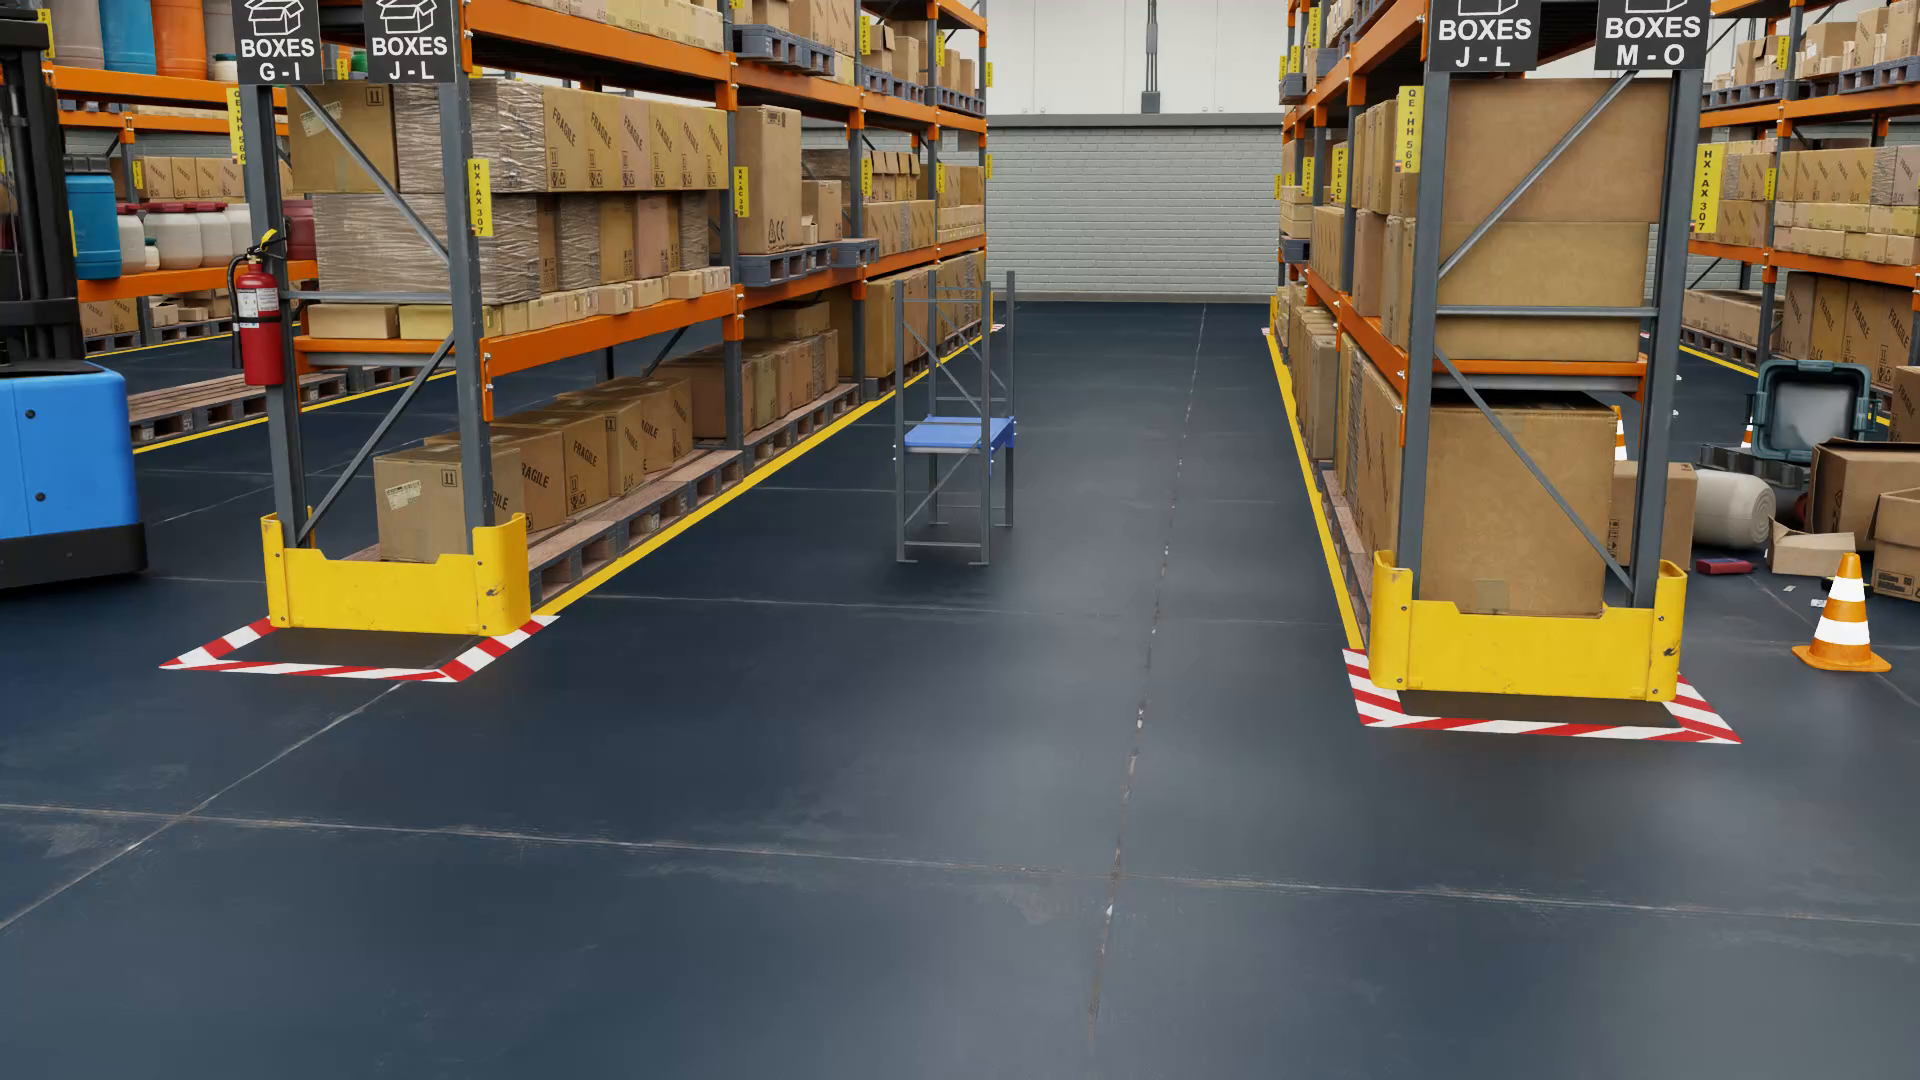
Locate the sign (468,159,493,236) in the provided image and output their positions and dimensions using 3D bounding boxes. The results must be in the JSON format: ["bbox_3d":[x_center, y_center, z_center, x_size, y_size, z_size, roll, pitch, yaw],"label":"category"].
[{"bbox_3d":[-2.070,-1.475,7.164,0.100,0.325,0.005,2,12,9],"label":"sign"}]

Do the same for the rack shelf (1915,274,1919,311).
[{"bbox_3d":[8.108,-1.646,11.718,1.077,0.370,4.000,2,12,9],"label":"rack shelf"}]

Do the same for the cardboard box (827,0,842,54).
[{"bbox_3d":[-1.271,-4.280,13.689,0.500,0.500,0.500,2,12,9],"label":"cardboard box"}]

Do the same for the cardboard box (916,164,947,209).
[{"bbox_3d":[-0.435,-4.098,19.257,0.500,0.500,0.500,2,12,9],"label":"cardboard box"}]

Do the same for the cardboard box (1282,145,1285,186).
[{"bbox_3d":[4.235,-4.604,20.420,0.500,0.500,0.500,2,12,7],"label":"cardboard box"}]

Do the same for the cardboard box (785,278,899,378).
[{"bbox_3d":[-1.250,-2.045,15.907,1.225,0.875,0.875,1,12,6],"label":"cardboard box"}]

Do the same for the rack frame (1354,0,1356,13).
[{"bbox_3d":[2.894,-4.653,9.725,1.000,3.000,0.127,2,12,9],"label":"rack frame"}]

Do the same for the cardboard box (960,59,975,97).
[{"bbox_3d":[-0.173,-6.060,21.900,0.700,0.500,0.500,1,12,5],"label":"cardboard box"}]

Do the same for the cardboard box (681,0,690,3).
[{"bbox_3d":[-1.840,-3.306,10.001,0.380,0.149,0.250,1,12,6],"label":"cardboard box"}]

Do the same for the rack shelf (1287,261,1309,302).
[{"bbox_3d":[3.817,-2.618,16.228,1.077,0.370,4.000,2,12,9],"label":"rack shelf"}]

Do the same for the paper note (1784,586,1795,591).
[{"bbox_3d":[4.163,0.243,8.343,0.032,0.001,0.123,10,15,38],"label":"paper note"}]

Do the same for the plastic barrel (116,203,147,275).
[{"bbox_3d":[-6.522,-2.321,12.822,0.433,0.535,0.433,0,12,0],"label":"plastic barrel"}]

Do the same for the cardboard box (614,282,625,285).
[{"bbox_3d":[-2.093,-1.364,9.298,0.380,0.149,0.250,2,12,9],"label":"cardboard box"}]

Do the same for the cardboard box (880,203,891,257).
[{"bbox_3d":[-0.956,-2.984,15.981,0.500,0.500,0.500,2,12,7],"label":"cardboard box"}]

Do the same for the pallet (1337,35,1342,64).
[{"bbox_3d":[3.294,-3.559,12.214,1.003,0.211,1.213,2,12,11],"label":"pallet"}]

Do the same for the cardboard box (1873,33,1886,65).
[{"bbox_3d":[8.282,-4.318,14.611,0.396,0.266,0.258,2,12,7],"label":"cardboard box"}]

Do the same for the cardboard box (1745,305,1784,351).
[{"bbox_3d":[9.234,-2.327,18.254,0.875,0.438,0.875,2,12,8],"label":"cardboard box"}]

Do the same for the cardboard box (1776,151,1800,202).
[{"bbox_3d":[8.679,-3.702,16.940,0.500,0.500,0.500,2,12,9],"label":"cardboard box"}]

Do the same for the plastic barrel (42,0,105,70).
[{"bbox_3d":[-6.921,-4.023,12.732,0.600,0.901,0.600,0,12,0],"label":"plastic barrel"}]

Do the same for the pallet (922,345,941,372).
[{"bbox_3d":[-0.805,-2.041,18.465,1.003,0.211,1.213,2,12,9],"label":"pallet"}]

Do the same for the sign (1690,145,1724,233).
[{"bbox_3d":[2.826,-1.331,6.305,0.100,0.325,0.005,2,12,9],"label":"sign"}]

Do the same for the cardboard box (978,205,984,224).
[{"bbox_3d":[0.042,-4.363,22.268,0.500,0.250,0.500,2,12,8],"label":"cardboard box"}]

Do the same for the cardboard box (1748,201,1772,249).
[{"bbox_3d":[8.850,-3.400,17.914,0.500,0.500,0.500,2,12,9],"label":"cardboard box"}]

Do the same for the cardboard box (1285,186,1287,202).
[{"bbox_3d":[3.411,-3.423,16.444,0.380,0.149,0.250,2,12,11],"label":"cardboard box"}]

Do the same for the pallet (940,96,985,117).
[{"bbox_3d":[-0.250,-5.669,21.767,1.003,0.211,1.213,2,12,9],"label":"pallet"}]

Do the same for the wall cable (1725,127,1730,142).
[{"bbox_3d":[11.894,-5.707,26.443,0.588,1.984,0.122,2,12,9],"label":"wall cable"}]

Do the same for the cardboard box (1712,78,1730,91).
[{"bbox_3d":[9.252,-5.458,19.941,0.380,0.149,0.250,2,12,11],"label":"cardboard box"}]

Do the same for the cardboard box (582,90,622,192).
[{"bbox_3d":[-2.093,-2.066,8.645,0.500,0.500,0.500,2,12,9],"label":"cardboard box"}]

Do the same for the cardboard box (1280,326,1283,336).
[{"bbox_3d":[4.007,-2.506,19.770,0.380,0.149,0.250,2,12,9],"label":"cardboard box"}]

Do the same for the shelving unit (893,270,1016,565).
[{"bbox_3d":[-0.013,-0.715,9.253,0.538,1.500,1.048,2,12,9],"label":"shelving unit"}]

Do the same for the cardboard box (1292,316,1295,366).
[{"bbox_3d":[3.501,-1.901,16.129,0.500,0.500,0.500,1,12,6],"label":"cardboard box"}]

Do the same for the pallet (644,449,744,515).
[{"bbox_3d":[-2.060,-0.398,10.840,1.003,0.211,1.213,2,12,9],"label":"pallet"}]

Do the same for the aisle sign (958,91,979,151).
[{"bbox_3d":[0.162,-5.676,22.542,0.394,0.787,0.004,2,12,9],"label":"aisle sign"}]

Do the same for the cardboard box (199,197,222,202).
[{"bbox_3d":[-10.047,-4.246,21.839,0.500,0.500,0.500,2,12,8],"label":"cardboard box"}]

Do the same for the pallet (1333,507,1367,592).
[{"bbox_3d":[2.515,0.053,8.746,1.003,0.211,1.213,2,12,9],"label":"pallet"}]

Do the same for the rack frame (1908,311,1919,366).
[{"bbox_3d":[8.416,-2.414,13.574,1.000,3.000,0.127,2,12,9],"label":"rack frame"}]

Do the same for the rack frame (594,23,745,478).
[{"bbox_3d":[-1.991,-1.902,11.200,1.000,3.000,0.127,2,12,9],"label":"rack frame"}]

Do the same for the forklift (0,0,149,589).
[{"bbox_3d":[-5.450,-1.396,9.012,1.130,2.935,3.031,-9,15,-37],"label":"forklift"}]

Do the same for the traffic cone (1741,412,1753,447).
[{"bbox_3d":[5.665,-0.737,11.816,0.336,0.463,0.334,2,12,9],"label":"traffic cone"}]

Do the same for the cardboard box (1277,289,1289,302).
[{"bbox_3d":[4.234,-3.113,21.178,0.380,0.149,0.250,2,12,8],"label":"cardboard box"}]

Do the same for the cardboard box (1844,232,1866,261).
[{"bbox_3d":[8.394,-2.665,15.097,0.500,0.250,0.500,2,12,8],"label":"cardboard box"}]

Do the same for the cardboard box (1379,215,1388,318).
[{"bbox_3d":[2.605,-1.379,8.417,0.875,0.550,0.500,2,12,9],"label":"cardboard box"}]

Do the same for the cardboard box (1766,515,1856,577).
[{"bbox_3d":[4.450,0.033,8.708,0.396,0.266,0.258,4,13,18],"label":"cardboard box"}]

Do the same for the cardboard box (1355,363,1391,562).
[{"bbox_3d":[2.451,-0.381,8.188,0.875,0.875,0.875,2,12,8],"label":"cardboard box"}]

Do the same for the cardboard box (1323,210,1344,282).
[{"bbox_3d":[2.866,-2.097,11.867,0.500,0.500,0.500,2,12,9],"label":"cardboard box"}]

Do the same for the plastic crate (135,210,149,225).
[{"bbox_3d":[-6.821,-2.600,14.287,0.402,0.464,0.583,2,12,9],"label":"plastic crate"}]

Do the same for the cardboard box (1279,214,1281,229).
[{"bbox_3d":[3.609,-3.401,17.755,0.380,0.149,0.250,1,12,6],"label":"cardboard box"}]

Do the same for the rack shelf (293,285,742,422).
[{"bbox_3d":[-2.299,-1.134,9.344,1.077,0.370,4.000,2,12,9],"label":"rack shelf"}]

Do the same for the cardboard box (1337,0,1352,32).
[{"bbox_3d":[2.946,-3.769,11.722,0.500,0.311,0.500,1,12,7],"label":"cardboard box"}]

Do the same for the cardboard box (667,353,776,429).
[{"bbox_3d":[-1.784,-1.121,12.465,0.700,0.500,0.500,2,12,8],"label":"cardboard box"}]

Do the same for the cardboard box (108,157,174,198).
[{"bbox_3d":[-10.198,-4.516,20.718,0.500,0.500,0.500,2,12,10],"label":"cardboard box"}]

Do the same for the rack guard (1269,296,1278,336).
[{"bbox_3d":[4.728,-2.981,22.138,1.175,0.500,0.348,2,12,9],"label":"rack guard"}]

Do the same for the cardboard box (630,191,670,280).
[{"bbox_3d":[-2.211,-1.795,9.757,0.875,0.500,0.500,2,12,9],"label":"cardboard box"}]

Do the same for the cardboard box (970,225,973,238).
[{"bbox_3d":[-0.031,-3.980,21.438,0.380,0.149,0.250,2,12,7],"label":"cardboard box"}]

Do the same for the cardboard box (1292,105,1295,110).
[{"bbox_3d":[4.021,-4.993,18.779,0.500,0.250,0.500,2,12,8],"label":"cardboard box"}]

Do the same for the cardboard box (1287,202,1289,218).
[{"bbox_3d":[3.292,-3.113,15.712,0.380,0.149,0.250,2,12,8],"label":"cardboard box"}]

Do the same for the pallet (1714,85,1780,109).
[{"bbox_3d":[9.357,-5.093,19.095,1.003,0.211,1.213,2,12,9],"label":"pallet"}]

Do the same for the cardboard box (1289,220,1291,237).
[{"bbox_3d":[3.171,-2.805,14.988,0.380,0.149,0.250,2,12,8],"label":"cardboard box"}]

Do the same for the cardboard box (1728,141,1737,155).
[{"bbox_3d":[9.046,-4.491,19.064,0.380,0.149,0.250,2,12,9],"label":"cardboard box"}]
